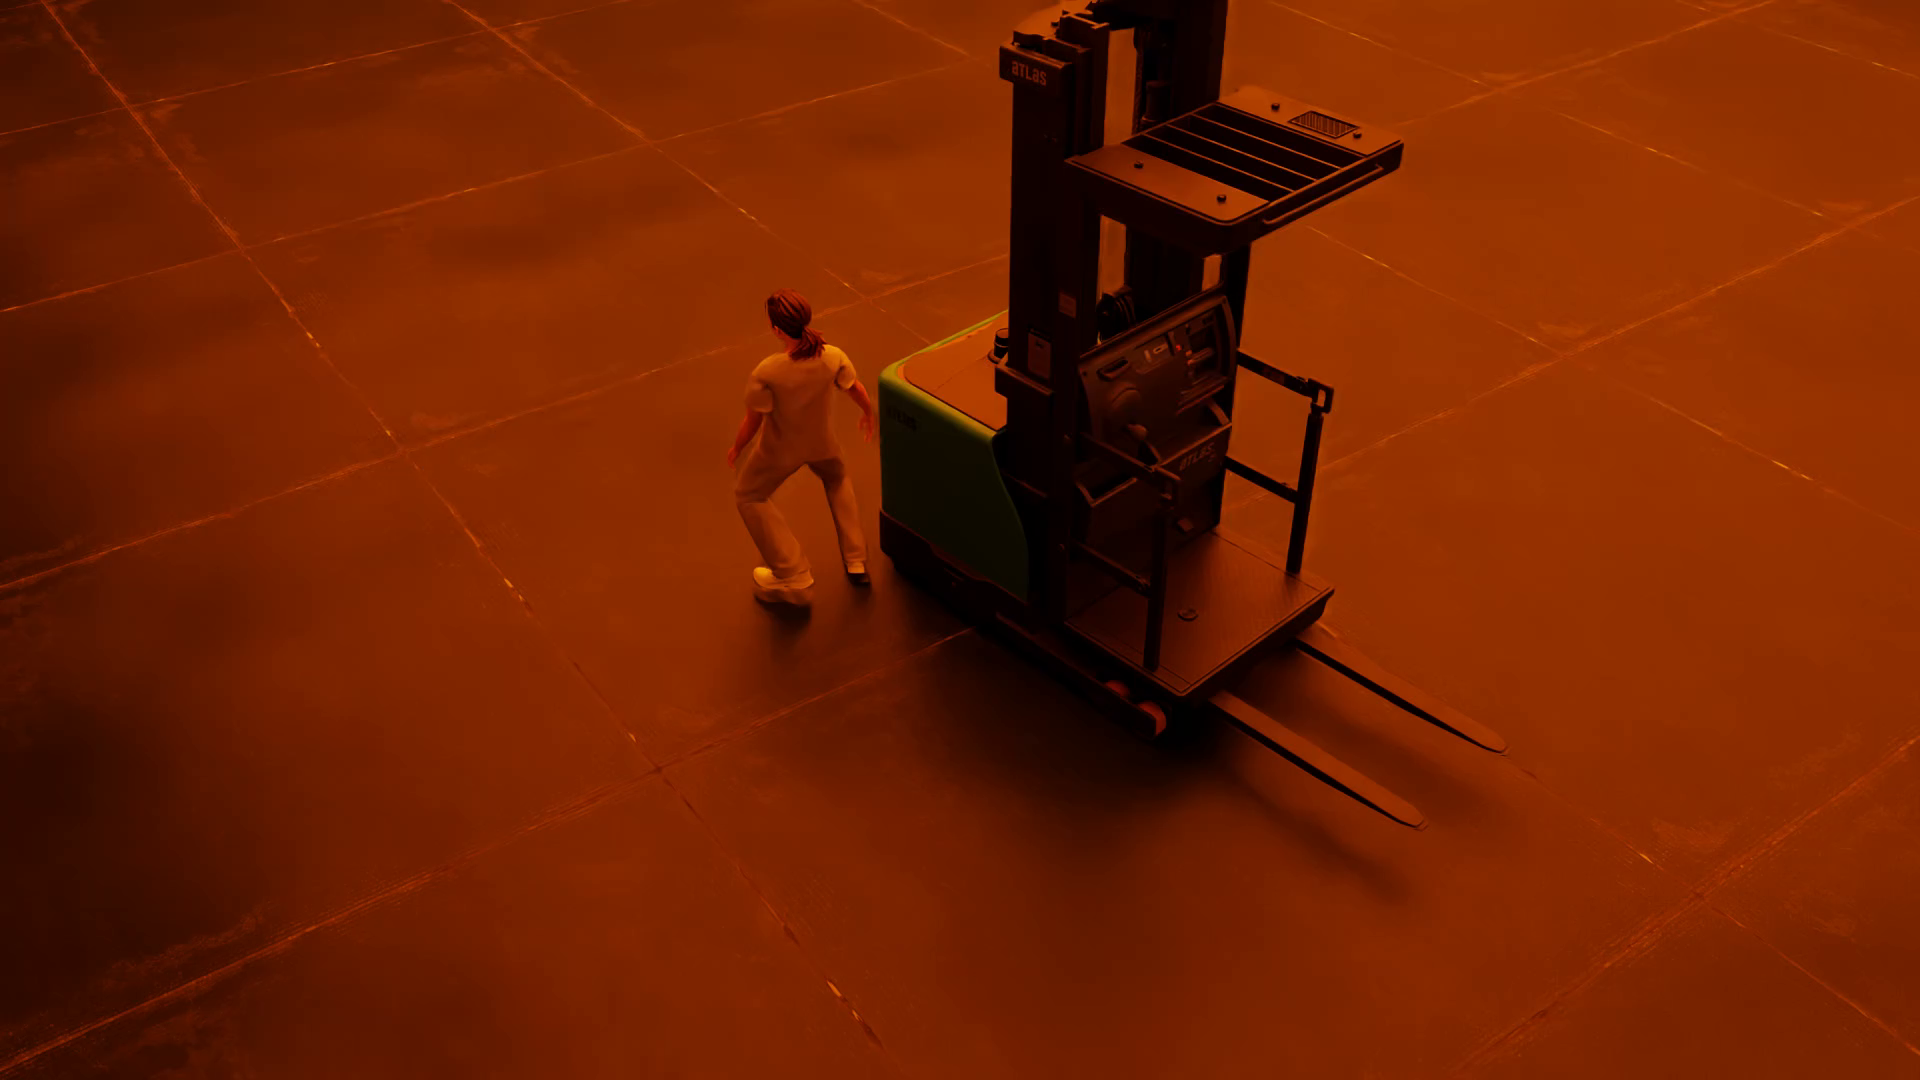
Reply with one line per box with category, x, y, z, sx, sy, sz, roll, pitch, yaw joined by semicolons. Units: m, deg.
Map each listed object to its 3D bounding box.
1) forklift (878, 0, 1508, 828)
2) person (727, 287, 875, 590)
forklift;0.984;-0.661;6.839;1.130;2.935;3.031;-30;46;-34
person;-0.715;-0.449;7.731;0.730;1.633;0.441;-15;39;-20
